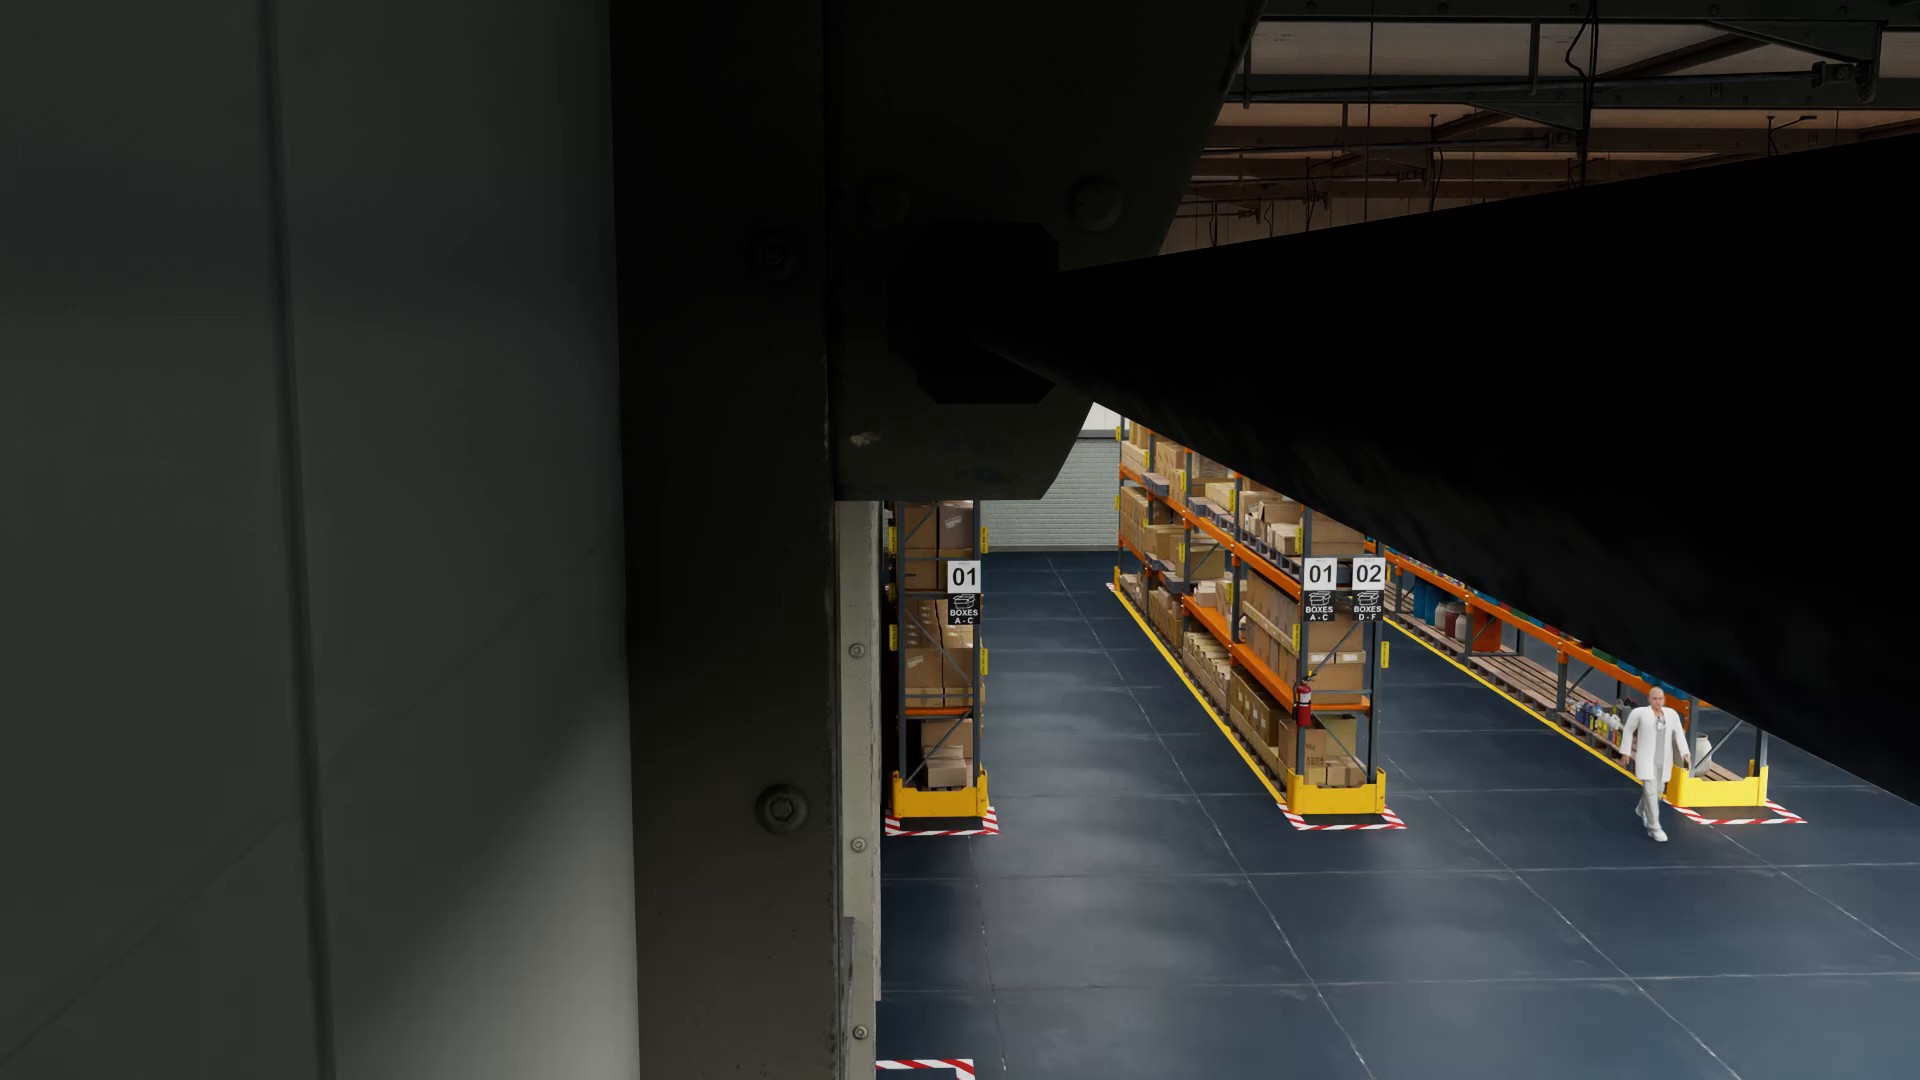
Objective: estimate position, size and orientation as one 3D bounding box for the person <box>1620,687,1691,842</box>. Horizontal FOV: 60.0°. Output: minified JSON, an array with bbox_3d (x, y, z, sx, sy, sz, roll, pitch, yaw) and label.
[{"bbox_3d":[8.255,2.630,19.760,0.687,1.787,0.917,0,8,-3],"label":"person"}]
